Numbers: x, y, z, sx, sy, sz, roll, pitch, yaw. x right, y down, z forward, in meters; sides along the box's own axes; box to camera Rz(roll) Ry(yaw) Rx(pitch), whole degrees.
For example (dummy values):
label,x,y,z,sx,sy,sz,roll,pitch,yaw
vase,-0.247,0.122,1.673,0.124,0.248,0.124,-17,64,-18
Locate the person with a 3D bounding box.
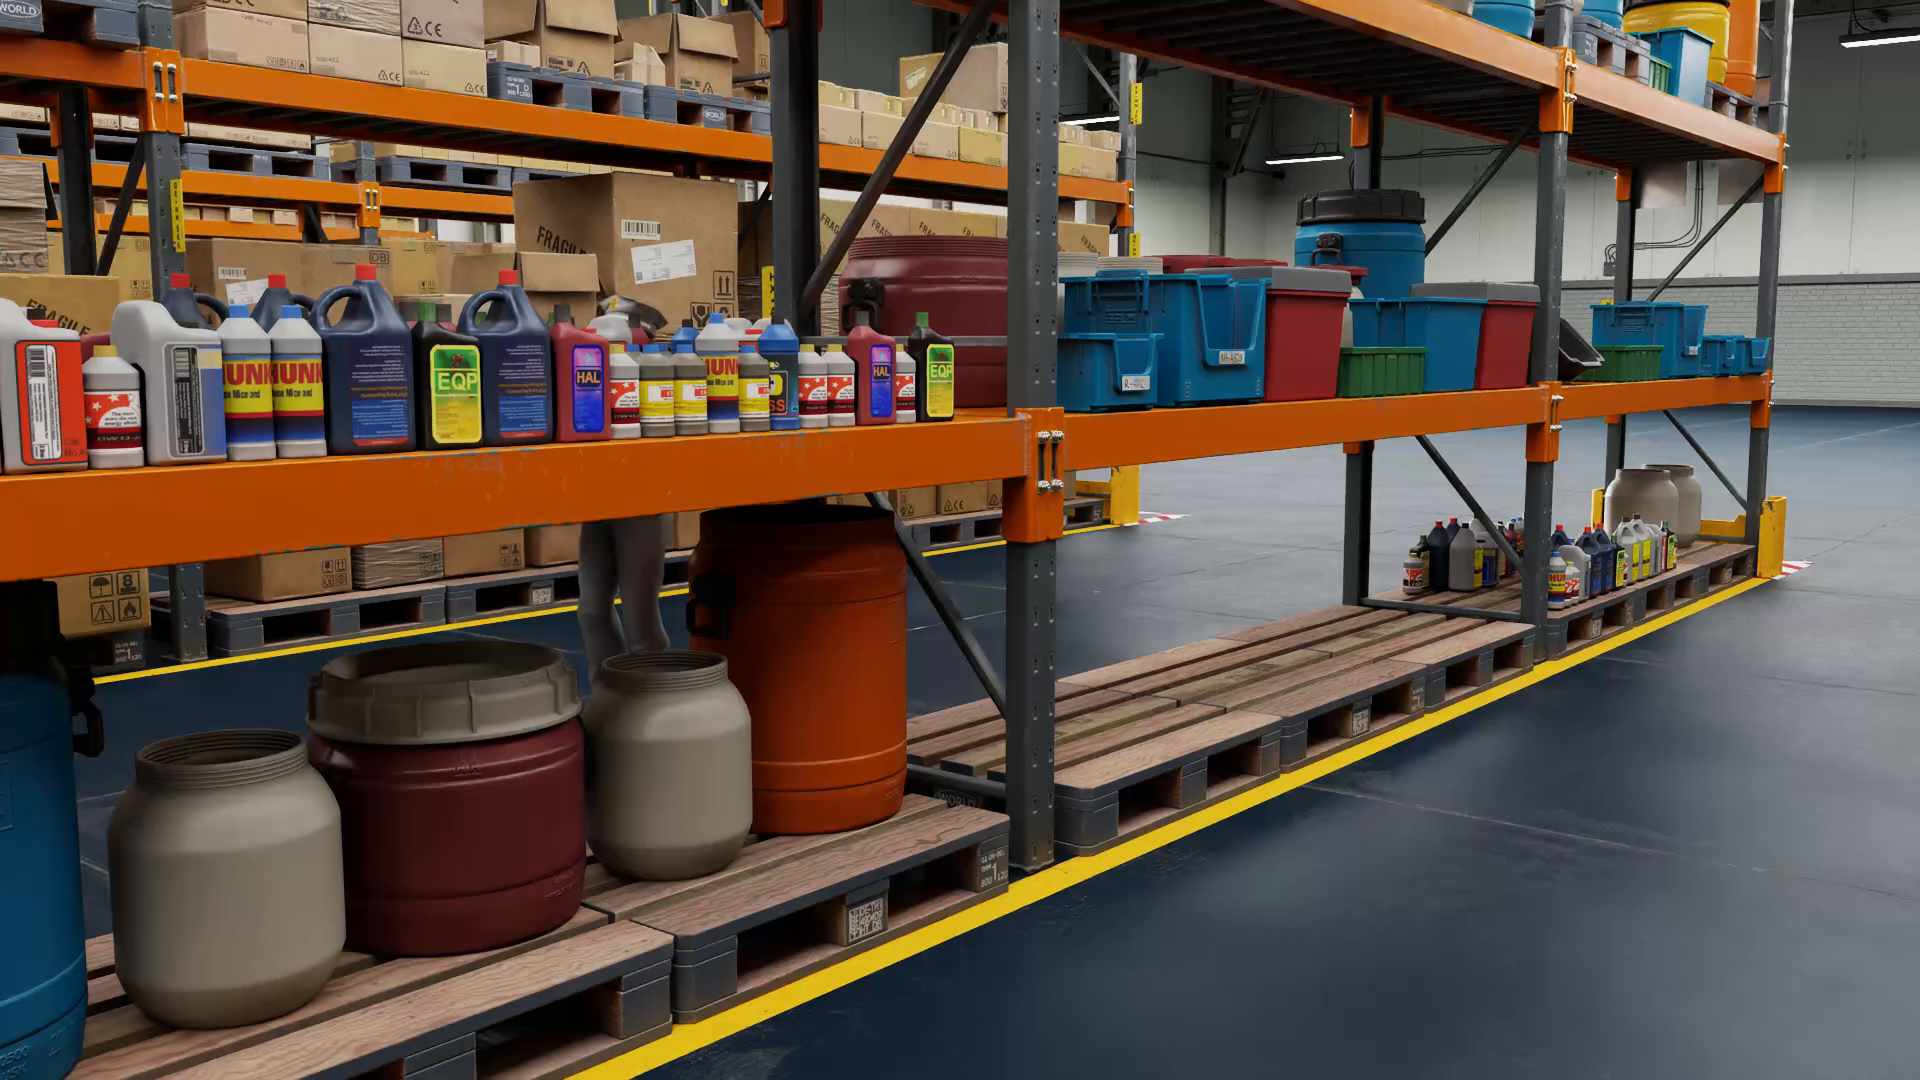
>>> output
label,x,y,z,sx,sy,sz,roll,pitch,yaw
person,-1.348,-0.084,6.352,0.448,1.691,0.516,5,9,39
